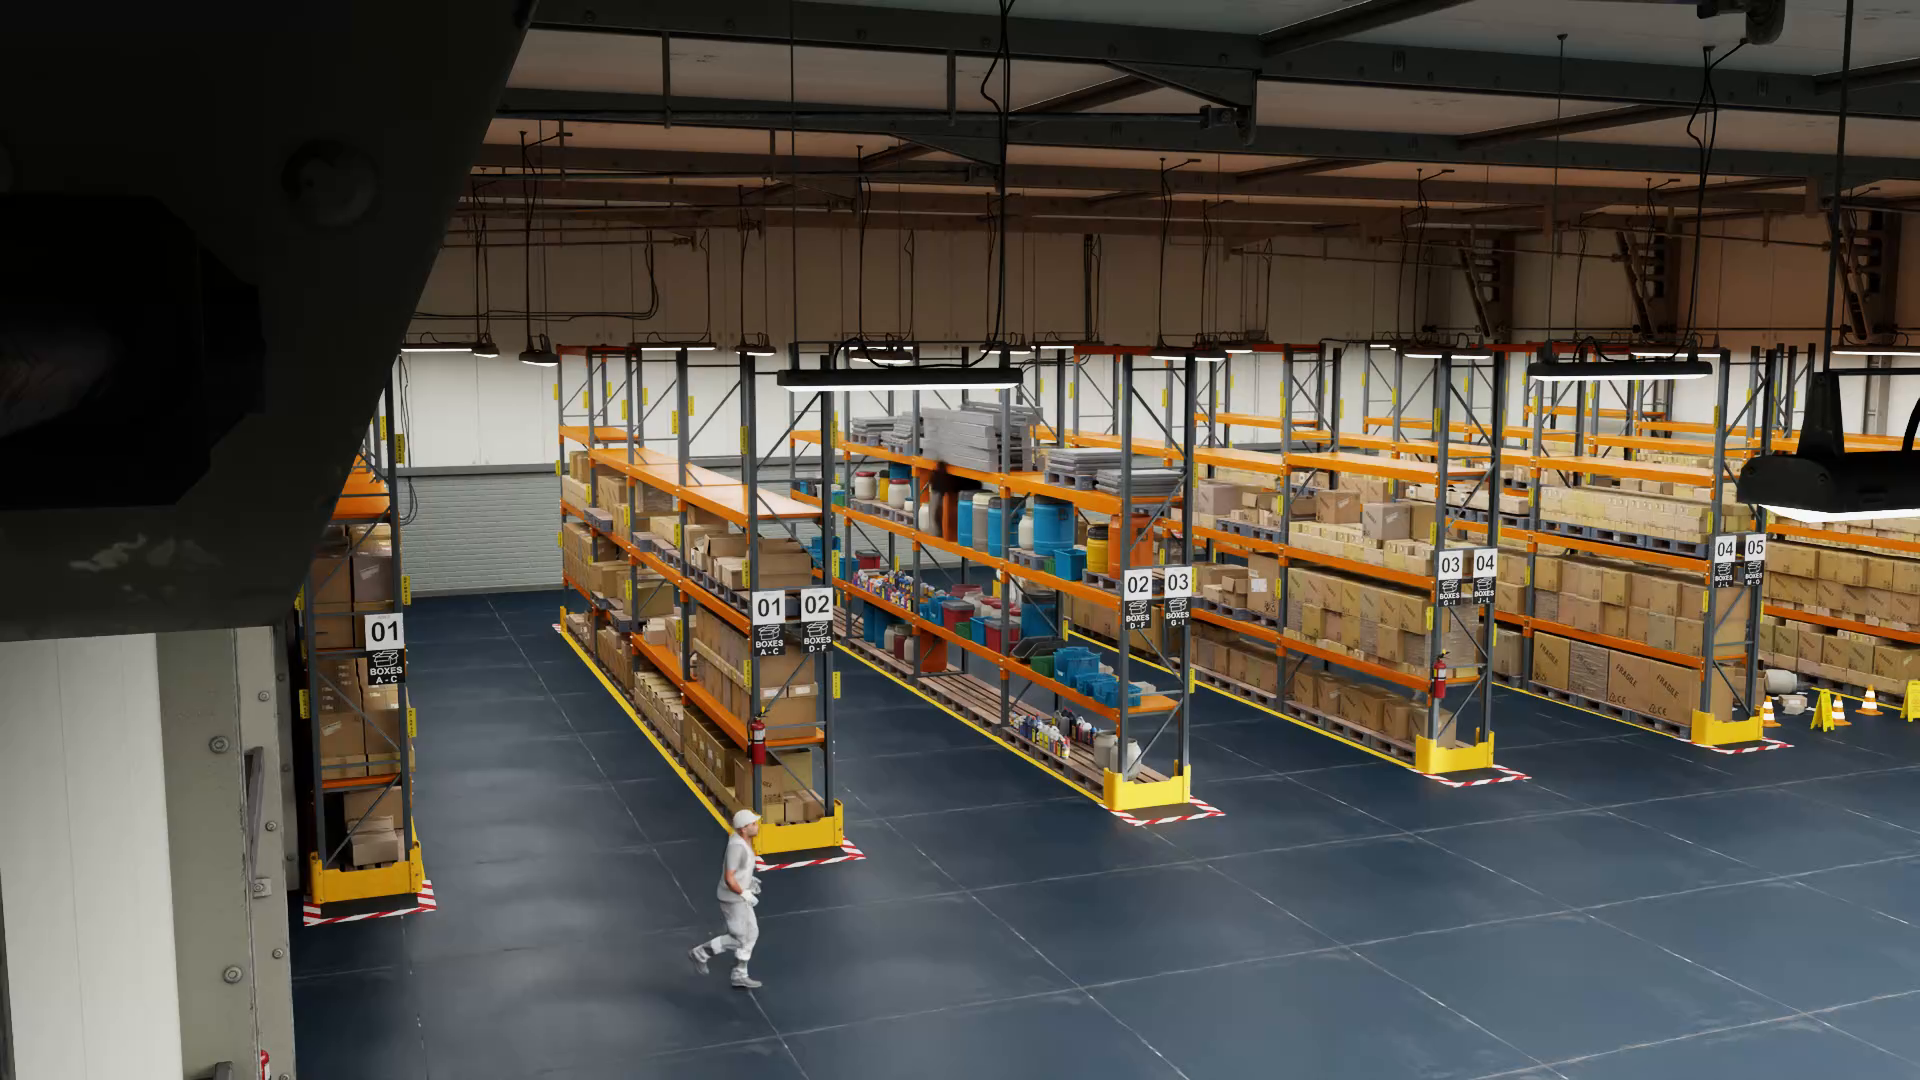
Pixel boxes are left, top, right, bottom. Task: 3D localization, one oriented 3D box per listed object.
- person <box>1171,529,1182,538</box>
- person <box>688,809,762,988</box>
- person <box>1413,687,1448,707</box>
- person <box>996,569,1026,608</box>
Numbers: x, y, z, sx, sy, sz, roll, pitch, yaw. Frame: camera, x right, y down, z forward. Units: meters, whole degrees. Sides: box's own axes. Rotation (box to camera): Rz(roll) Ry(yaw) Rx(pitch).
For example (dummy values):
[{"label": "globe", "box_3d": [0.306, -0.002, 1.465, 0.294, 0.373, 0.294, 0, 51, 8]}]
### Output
[{"label": "person", "box_3d": [5.683, -0.033, 43.441, 0.674, 1.726, 0.565, 4, 8, 28]}, {"label": "person", "box_3d": [-2.271, 3.459, 16.069, 0.726, 1.744, 0.669, 0, 7, -1]}, {"label": "person", "box_3d": [7.800, 2.129, 27.227, 0.766, 1.535, 0.608, 1, 7, 7]}, {"label": "person", "box_3d": [1.101, 1.002, 35.376, 0.728, 1.734, 0.721, -4, 8, -31]}]
